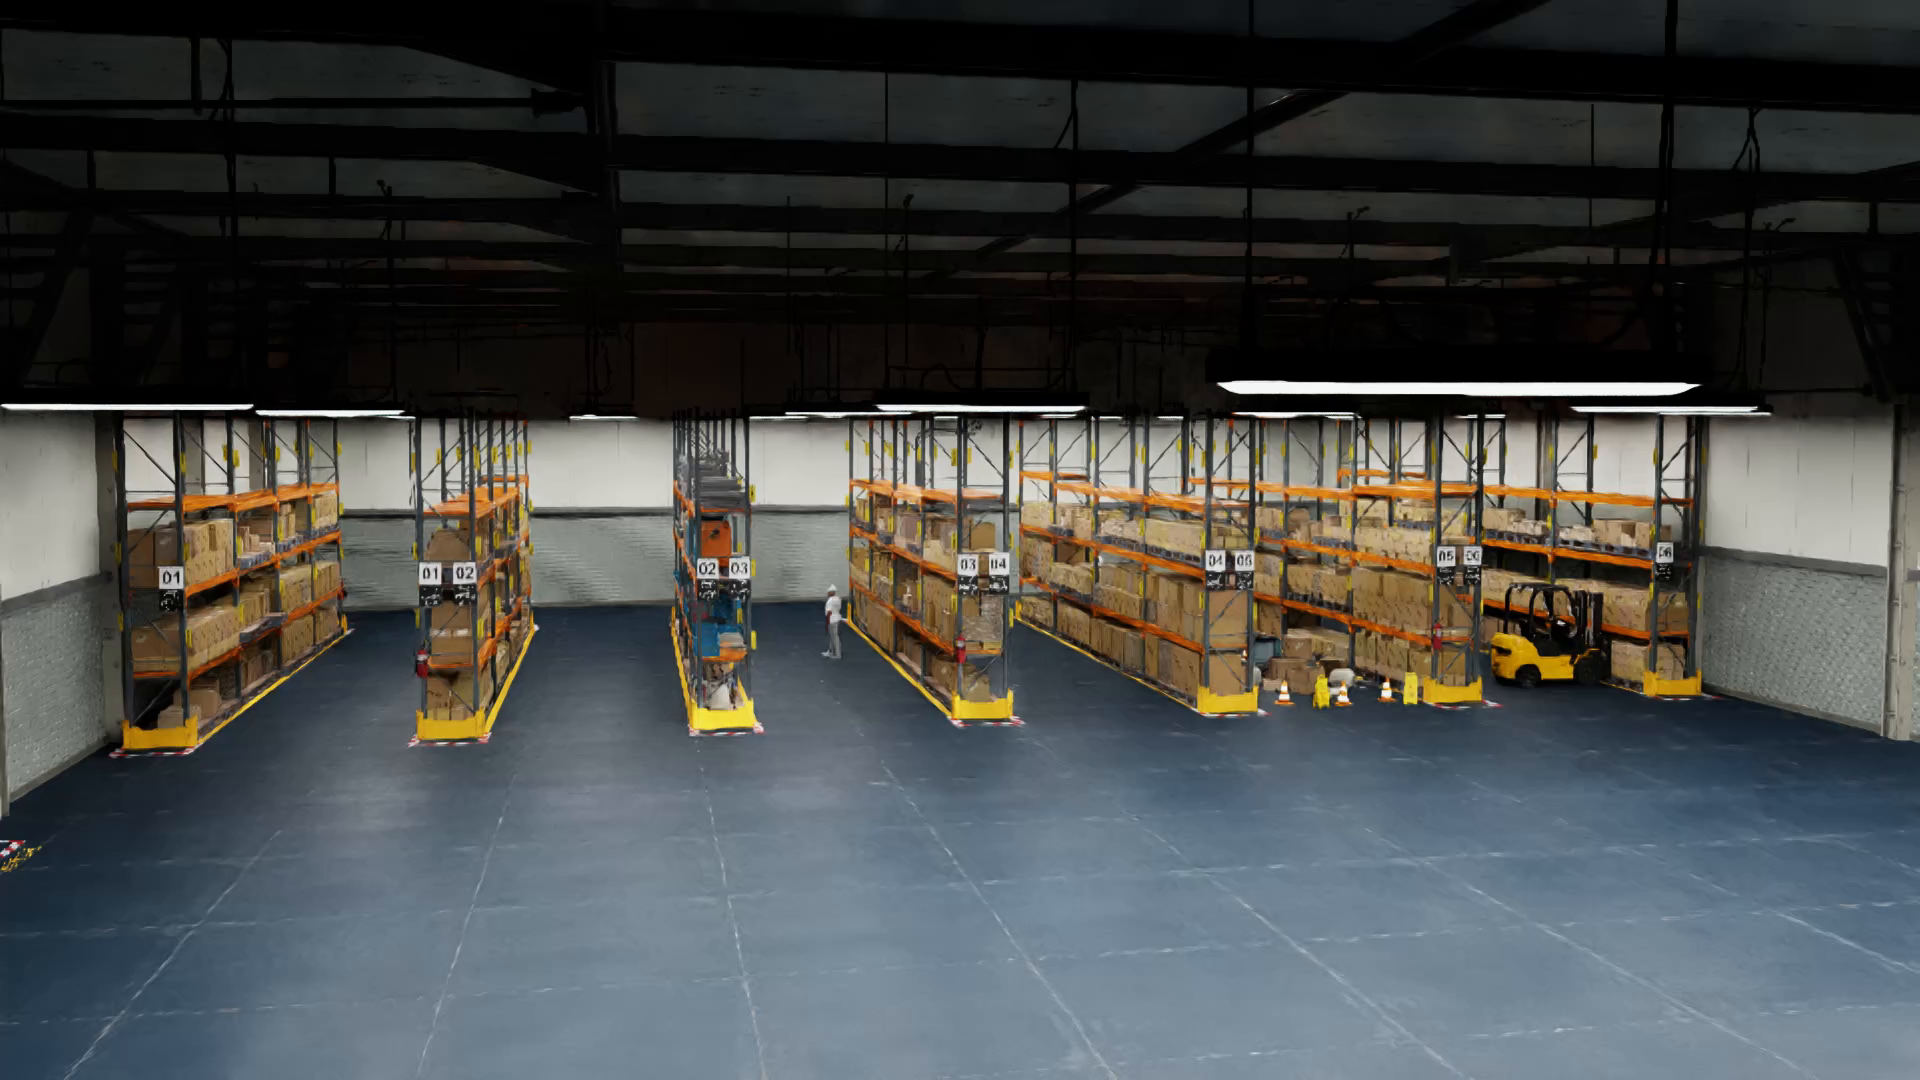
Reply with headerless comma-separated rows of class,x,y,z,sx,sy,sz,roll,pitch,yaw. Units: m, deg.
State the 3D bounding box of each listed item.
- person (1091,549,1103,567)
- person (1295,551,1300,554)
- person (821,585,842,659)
person,4.471,1.087,53.598,0.514,1.664,0.548,2,4,25
person,10.804,1.139,53.169,0.494,1.609,0.953,1,4,9
person,-3.104,1.969,40.219,0.591,1.760,0.685,1,4,13
